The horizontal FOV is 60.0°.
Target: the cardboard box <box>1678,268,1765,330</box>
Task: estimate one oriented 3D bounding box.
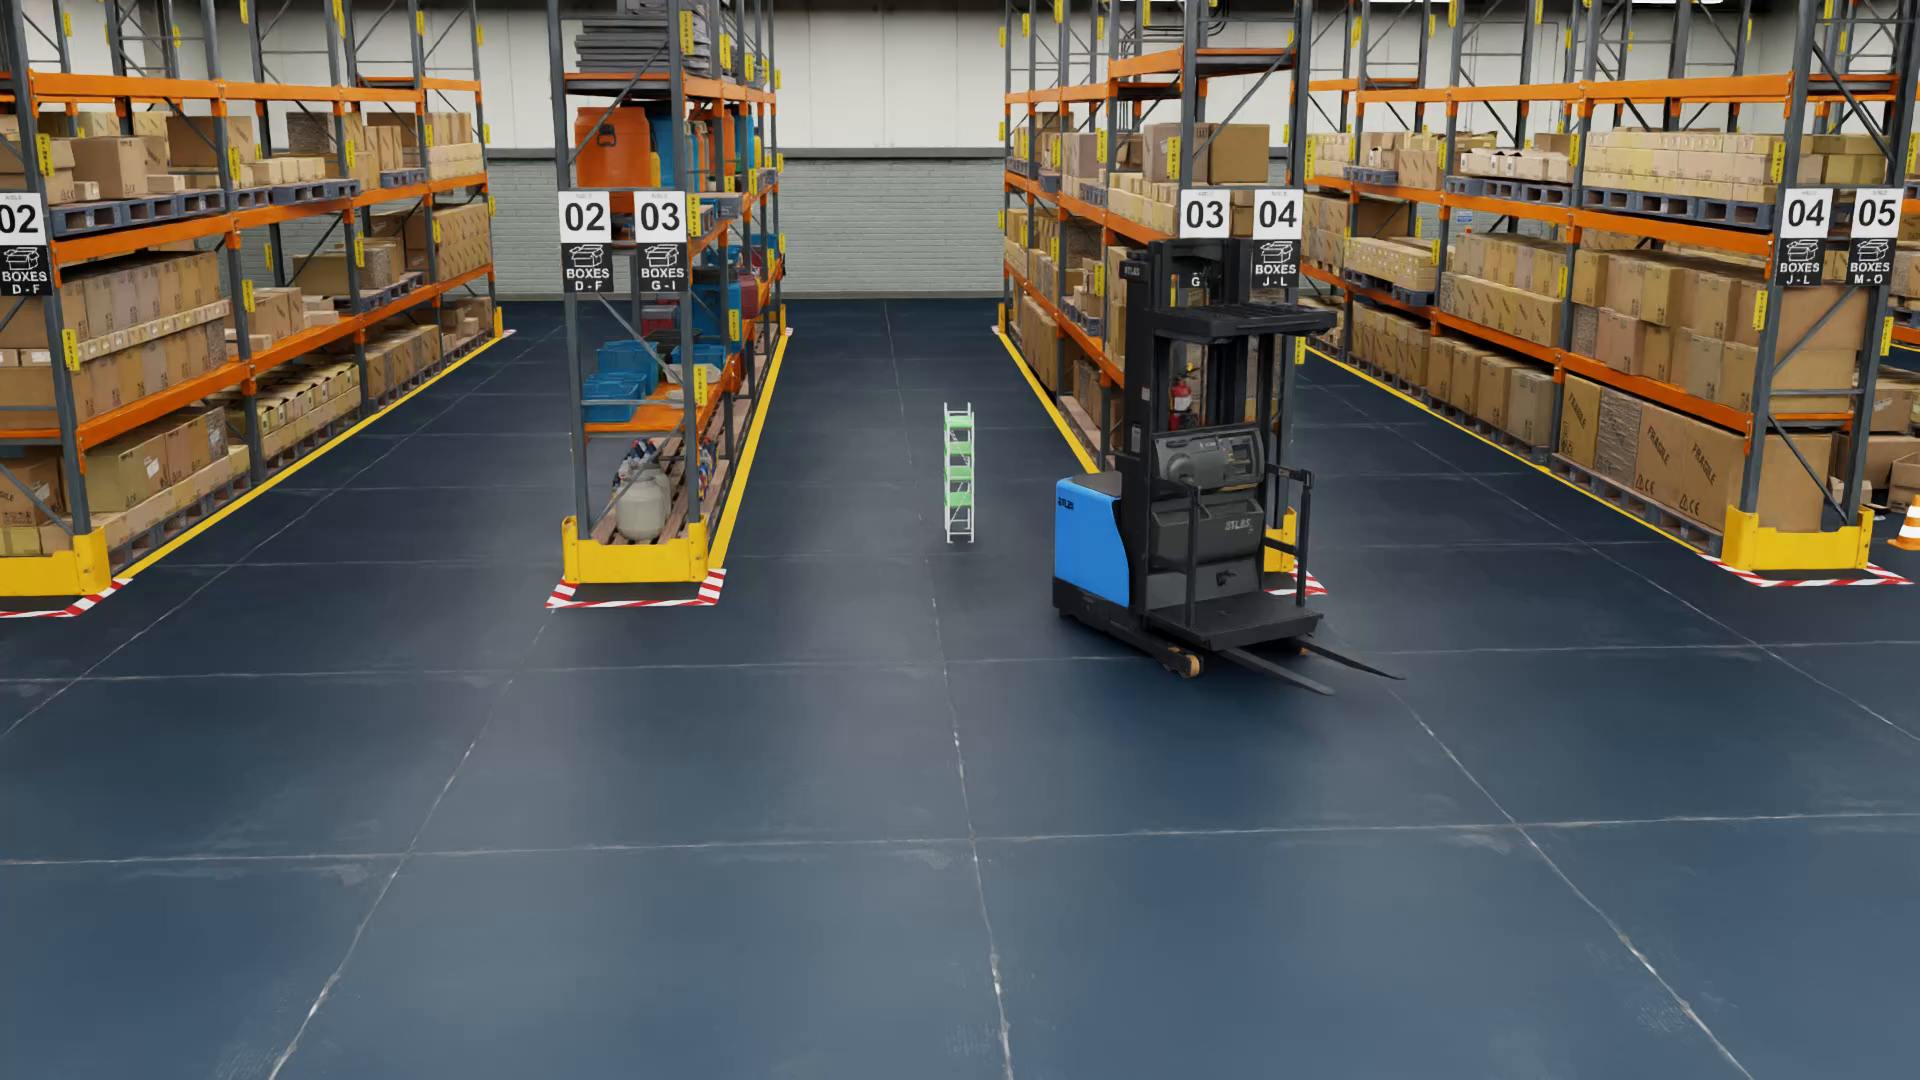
[{"bbox_3d":[7.221,-2.214,15.366,0.875,0.550,0.550,-1,14,-3],"label":"cardboard box"}]

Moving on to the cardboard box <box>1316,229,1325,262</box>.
[{"bbox_3d":[6.115,-4.794,27.066,0.500,0.500,0.500,-1,14,-4],"label":"cardboard box"}]

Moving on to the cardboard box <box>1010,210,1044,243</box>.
[{"bbox_3d":[1.112,-5.234,27.773,0.500,0.500,0.500,-1,14,-5],"label":"cardboard box"}]

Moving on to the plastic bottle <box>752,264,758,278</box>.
[{"bbox_3d":[-3.029,-3.858,24.322,0.144,0.351,0.185,-1,14,-3],"label":"plastic bottle"}]

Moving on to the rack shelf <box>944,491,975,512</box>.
[{"bbox_3d":[-0.010,-0.328,15.336,0.258,0.148,0.480,-1,14,-3],"label":"rack shelf"}]

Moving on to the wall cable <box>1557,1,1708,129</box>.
[{"bbox_3d":[14.074,-9.708,34.845,2.988,3.039,0.133,-1,14,-3],"label":"wall cable"}]

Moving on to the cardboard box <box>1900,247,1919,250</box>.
[{"bbox_3d":[12.050,-3.373,20.699,0.500,0.500,0.500,-2,15,-7],"label":"cardboard box"}]

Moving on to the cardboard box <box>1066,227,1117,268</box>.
[{"bbox_3d":[1.749,-3.903,22.186,0.797,0.503,0.637,0,14,-2],"label":"cardboard box"}]

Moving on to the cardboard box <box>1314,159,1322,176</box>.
[{"bbox_3d":[6.106,-6.105,27.238,0.500,0.250,0.500,-1,14,-4],"label":"cardboard box"}]

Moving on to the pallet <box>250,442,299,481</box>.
[{"bbox_3d":[-7.946,-0.872,18.216,1.003,0.211,1.213,-1,14,-3],"label":"pallet"}]

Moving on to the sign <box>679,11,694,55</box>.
[{"bbox_3d":[-2.120,-3.932,12.893,0.100,0.325,0.005,-1,14,-3],"label":"sign"}]

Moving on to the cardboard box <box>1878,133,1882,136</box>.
[{"bbox_3d":[15.962,-6.807,28.369,0.500,0.250,0.500,-1,14,-4],"label":"cardboard box"}]

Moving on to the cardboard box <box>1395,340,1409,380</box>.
[{"bbox_3d":[6.405,-2.520,23.197,0.500,0.500,0.500,0,14,-1],"label":"cardboard box"}]

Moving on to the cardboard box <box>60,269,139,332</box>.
[{"bbox_3d":[-7.703,-2.107,14.616,0.700,0.500,0.500,-1,14,-3],"label":"cardboard box"}]

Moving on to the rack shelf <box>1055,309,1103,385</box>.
[{"bbox_3d":[1.902,-2.341,19.772,1.077,0.370,4.000,-1,14,-3],"label":"rack shelf"}]

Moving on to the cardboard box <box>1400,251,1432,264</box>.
[{"bbox_3d":[6.218,-3.850,22.663,0.380,0.149,0.250,0,14,-2],"label":"cardboard box"}]

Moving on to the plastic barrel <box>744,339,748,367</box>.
[{"bbox_3d":[-3.352,-2.981,24.183,0.600,0.901,0.708,-1,14,-3],"label":"plastic barrel"}]

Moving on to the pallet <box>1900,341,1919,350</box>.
[{"bbox_3d":[16.334,-3.232,27.390,1.003,0.211,1.213,-1,14,-3],"label":"pallet"}]

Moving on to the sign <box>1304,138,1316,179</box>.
[{"bbox_3d":[2.816,-3.082,13.433,0.100,0.325,0.005,-1,14,-3],"label":"sign"}]

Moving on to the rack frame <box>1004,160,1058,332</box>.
[{"bbox_3d":[1.283,-5.176,29.349,1.000,3.000,0.127,-1,14,-3],"label":"rack frame"}]

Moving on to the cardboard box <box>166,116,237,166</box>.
[{"bbox_3d":[-7.860,-4.141,17.256,0.500,0.500,0.500,-1,14,-3],"label":"cardboard box"}]

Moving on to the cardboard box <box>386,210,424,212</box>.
[{"bbox_3d":[-8.712,-4.937,26.210,0.500,0.500,0.500,-1,14,-3],"label":"cardboard box"}]

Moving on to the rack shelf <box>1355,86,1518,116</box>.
[{"bbox_3d":[6.611,-6.099,23.141,1.077,0.370,4.000,-1,14,-3],"label":"rack shelf"}]

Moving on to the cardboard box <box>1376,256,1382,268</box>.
[{"bbox_3d":[6.152,-3.965,23.704,0.380,0.149,0.250,-1,14,-5],"label":"cardboard box"}]

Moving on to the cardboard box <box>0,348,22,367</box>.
[{"bbox_3d":[-7.827,-1.500,13.557,0.380,0.149,0.250,-1,14,-4],"label":"cardboard box"}]

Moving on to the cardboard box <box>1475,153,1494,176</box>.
[{"bbox_3d":[6.592,-4.562,20.199,0.500,0.250,0.500,0,14,-2],"label":"cardboard box"}]

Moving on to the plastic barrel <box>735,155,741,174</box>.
[{"bbox_3d":[-3.001,-4.958,21.950,0.294,0.245,0.294,0,14,0],"label":"plastic barrel"}]

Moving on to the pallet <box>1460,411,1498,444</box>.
[{"bbox_3d":[6.781,-1.388,20.220,1.003,0.211,1.213,-1,14,-3],"label":"pallet"}]

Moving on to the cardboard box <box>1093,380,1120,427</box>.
[{"bbox_3d":[1.964,-1.605,19.604,0.700,0.500,0.500,-2,15,-8],"label":"cardboard box"}]

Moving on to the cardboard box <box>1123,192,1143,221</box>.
[{"bbox_3d":[1.857,-3.201,15.952,0.500,0.250,0.500,-1,15,-6],"label":"cardboard box"}]

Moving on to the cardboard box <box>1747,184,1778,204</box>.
[{"bbox_3d":[6.872,-2.909,13.977,0.380,0.149,0.250,-1,14,-4],"label":"cardboard box"}]

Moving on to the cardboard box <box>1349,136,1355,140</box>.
[{"bbox_3d":[6.195,-6.122,25.501,0.380,0.149,0.250,-2,15,-6],"label":"cardboard box"}]

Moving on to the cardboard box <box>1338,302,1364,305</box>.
[{"bbox_3d":[6.651,-3.954,28.281,0.380,0.149,0.250,0,14,-1],"label":"cardboard box"}]

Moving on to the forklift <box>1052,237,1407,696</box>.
[{"bbox_3d":[1.884,-0.591,11.663,1.130,2.935,3.031,-8,16,-29],"label":"forklift"}]

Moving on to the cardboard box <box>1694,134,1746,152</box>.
[{"bbox_3d":[6.810,-3.548,14.862,0.380,0.149,0.250,-1,14,-3],"label":"cardboard box"}]

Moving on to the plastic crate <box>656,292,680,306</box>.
[{"bbox_3d":[-3.370,-2.735,19.730,0.402,0.464,0.583,-1,14,-3],"label":"plastic crate"}]

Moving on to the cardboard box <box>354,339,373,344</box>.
[{"bbox_3d":[-8.472,-2.525,23.179,0.500,0.500,0.500,-1,14,-6],"label":"cardboard box"}]

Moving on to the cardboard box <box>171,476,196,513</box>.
[{"bbox_3d":[-7.516,-0.427,15.564,0.500,0.250,0.500,-1,14,-3],"label":"cardboard box"}]

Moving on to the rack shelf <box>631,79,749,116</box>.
[{"bbox_3d":[-3.041,-4.976,18.777,1.077,0.370,4.000,-1,14,-3],"label":"rack shelf"}]

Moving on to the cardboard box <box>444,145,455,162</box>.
[{"bbox_3d":[-8.191,-6.025,25.926,0.500,0.250,0.500,-1,14,-3],"label":"cardboard box"}]

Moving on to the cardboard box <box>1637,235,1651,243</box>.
[{"bbox_3d":[11.117,-4.980,26.379,0.500,0.500,0.500,-1,14,-4],"label":"cardboard box"}]

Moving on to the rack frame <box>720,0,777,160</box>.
[{"bbox_3d":[-3.661,-8.005,28.304,1.000,3.000,0.127,-1,14,-3],"label":"rack frame"}]

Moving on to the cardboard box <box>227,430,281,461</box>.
[{"bbox_3d":[-7.639,-1.016,17.854,0.500,0.250,0.500,-1,14,-5],"label":"cardboard box"}]

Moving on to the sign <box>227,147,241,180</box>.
[{"bbox_3d":[-7.307,-3.790,16.745,0.100,0.325,0.005,-1,14,-3],"label":"sign"}]

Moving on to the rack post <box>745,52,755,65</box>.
[{"bbox_3d":[-3.392,-6.764,23.631,0.937,0.300,0.954,-1,14,-4],"label":"rack post"}]

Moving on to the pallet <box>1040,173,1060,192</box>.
[{"bbox_3d":[1.686,-4.707,21.885,1.213,0.211,1.003,0,14,-1],"label":"pallet"}]

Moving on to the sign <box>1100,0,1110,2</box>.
[{"bbox_3d":[1.473,-5.616,16.827,0.100,0.325,0.005,-1,14,-3],"label":"sign"}]

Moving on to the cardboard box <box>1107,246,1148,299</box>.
[{"bbox_3d":[1.800,-2.753,17.125,0.500,0.500,0.500,-1,14,-3],"label":"cardboard box"}]

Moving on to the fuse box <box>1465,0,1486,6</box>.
[{"bbox_3d":[10.550,-11.176,34.205,0.513,0.334,0.176,-1,14,-3],"label":"fuse box"}]

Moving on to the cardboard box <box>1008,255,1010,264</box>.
[{"bbox_3d":[1.026,-4.769,28.269,0.380,0.149,0.250,-1,14,-4],"label":"cardboard box"}]

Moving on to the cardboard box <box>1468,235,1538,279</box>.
[{"bbox_3d":[6.786,-3.533,20.755,0.700,0.500,0.500,-1,14,-4],"label":"cardboard box"}]

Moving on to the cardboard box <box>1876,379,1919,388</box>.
[{"bbox_3d":[11.790,-1.758,20.493,0.950,0.372,0.625,0,14,-2],"label":"cardboard box"}]

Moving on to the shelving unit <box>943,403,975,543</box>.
[{"bbox_3d":[-0.010,-0.622,15.260,0.258,1.200,0.503,-1,14,-3],"label":"shelving unit"}]

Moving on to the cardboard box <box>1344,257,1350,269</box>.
[{"bbox_3d":[6.053,-4.210,25.253,0.380,0.149,0.250,-2,15,-6],"label":"cardboard box"}]

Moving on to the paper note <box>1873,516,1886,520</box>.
[{"bbox_3d":[8.831,-0.216,16.030,0.144,0.017,0.142,4,15,16],"label":"paper note"}]

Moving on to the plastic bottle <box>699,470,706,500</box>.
[{"bbox_3d":[-2.466,-0.531,15.861,0.061,0.283,0.133,-1,14,-3],"label":"plastic bottle"}]

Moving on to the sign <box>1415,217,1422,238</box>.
[{"bbox_3d":[7.041,-4.803,25.575,0.100,0.325,0.005,-1,14,-3],"label":"sign"}]

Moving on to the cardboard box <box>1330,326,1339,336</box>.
[{"bbox_3d":[6.121,-3.340,26.494,0.380,0.149,0.250,-2,15,-6],"label":"cardboard box"}]

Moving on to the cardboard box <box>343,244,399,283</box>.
[{"bbox_3d":[-8.186,-3.843,23.123,0.700,0.500,0.500,-5,15,-18],"label":"cardboard box"}]
